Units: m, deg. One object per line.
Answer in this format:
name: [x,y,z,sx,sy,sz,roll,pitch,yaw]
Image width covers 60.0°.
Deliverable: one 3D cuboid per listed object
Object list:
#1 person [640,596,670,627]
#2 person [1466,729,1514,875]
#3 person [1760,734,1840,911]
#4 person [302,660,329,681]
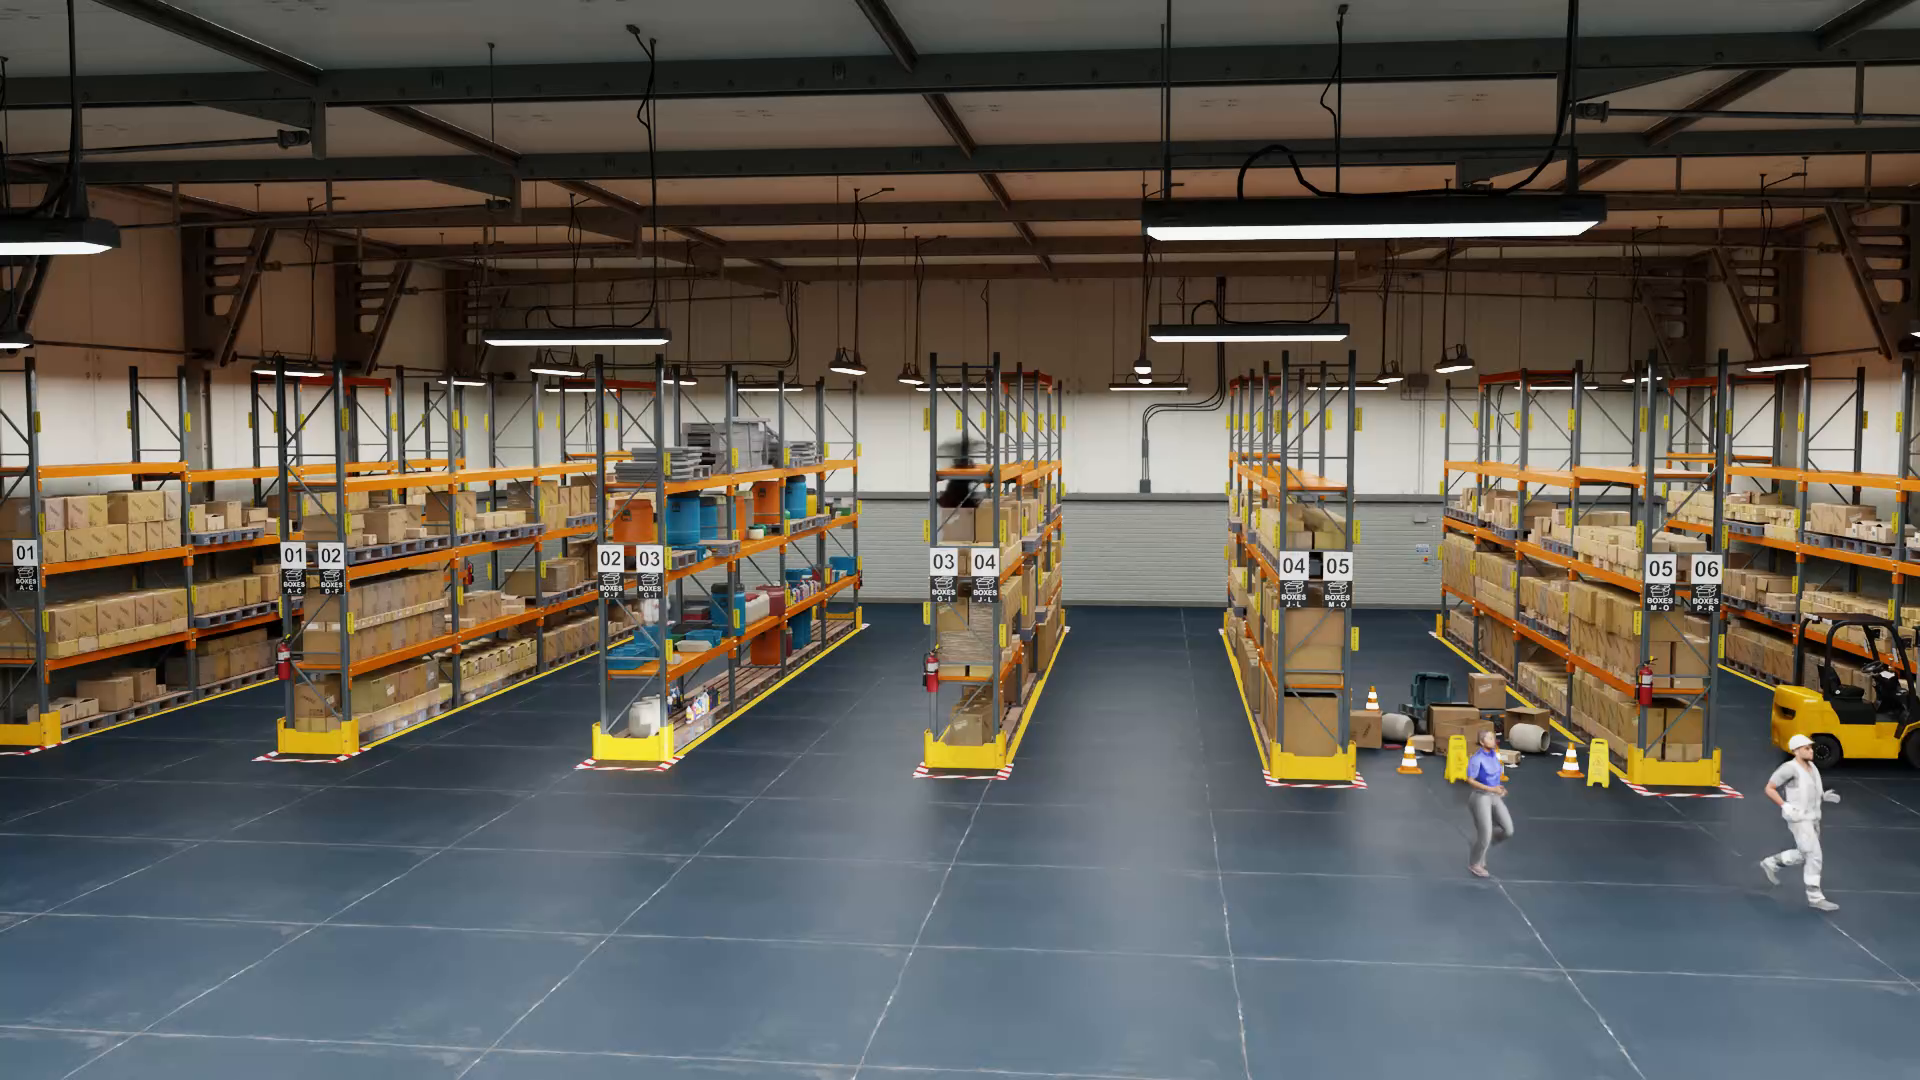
person: [-6.315,1.663,34.404,0.657,1.755,0.971,0,4,0]
person: [5.844,2.895,18.333,0.624,1.624,0.537,-3,5,-37]
person: [8.718,2.897,17.265,0.670,1.765,0.914,-3,5,-33]
person: [-10.984,2.160,28.521,0.612,1.648,0.571,0,4,6]
